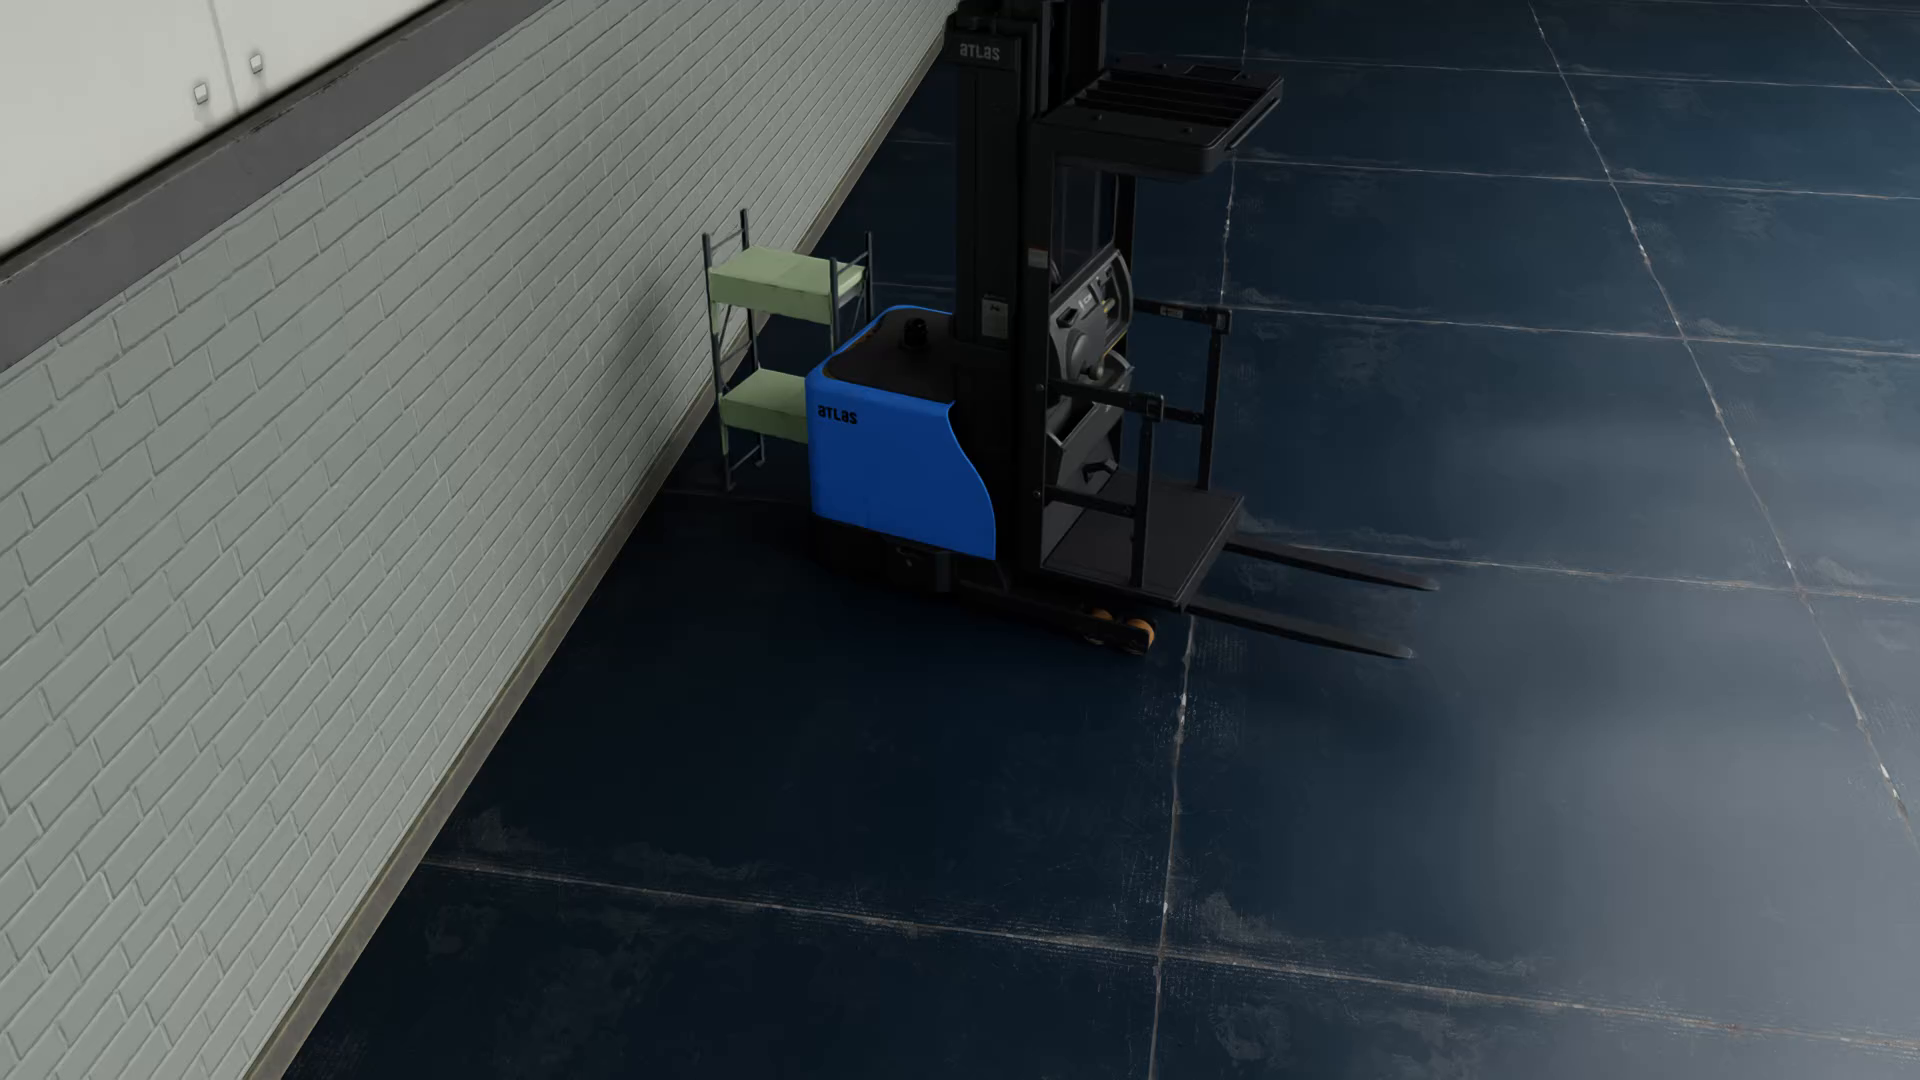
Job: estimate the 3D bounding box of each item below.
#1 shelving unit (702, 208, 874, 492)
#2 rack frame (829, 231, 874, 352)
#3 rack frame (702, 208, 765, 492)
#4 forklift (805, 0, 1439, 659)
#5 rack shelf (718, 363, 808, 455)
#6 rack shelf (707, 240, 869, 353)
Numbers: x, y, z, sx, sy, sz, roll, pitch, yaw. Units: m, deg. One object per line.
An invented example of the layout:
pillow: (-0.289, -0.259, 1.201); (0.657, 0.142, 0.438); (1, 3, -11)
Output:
shelving unit: (-0.876, -0.917, 8.802); (0.755, 1.500, 0.431); (14, 35, 21)
rack frame: (-0.544, -0.835, 8.670); (0.023, 1.500, 0.400); (14, 35, 21)
rack frame: (-1.207, -0.999, 8.933); (0.023, 1.500, 0.400); (14, 35, 21)
forklift: (0.793, -1.022, 7.620); (3.031, 2.935, 1.130); (14, 35, 21)
rack shelf: (-0.876, -0.641, 8.974); (0.720, 0.370, 0.431); (14, 35, 21)
rack shelf: (-0.876, -1.248, 8.594); (0.720, 0.370, 0.431); (14, 35, 21)
